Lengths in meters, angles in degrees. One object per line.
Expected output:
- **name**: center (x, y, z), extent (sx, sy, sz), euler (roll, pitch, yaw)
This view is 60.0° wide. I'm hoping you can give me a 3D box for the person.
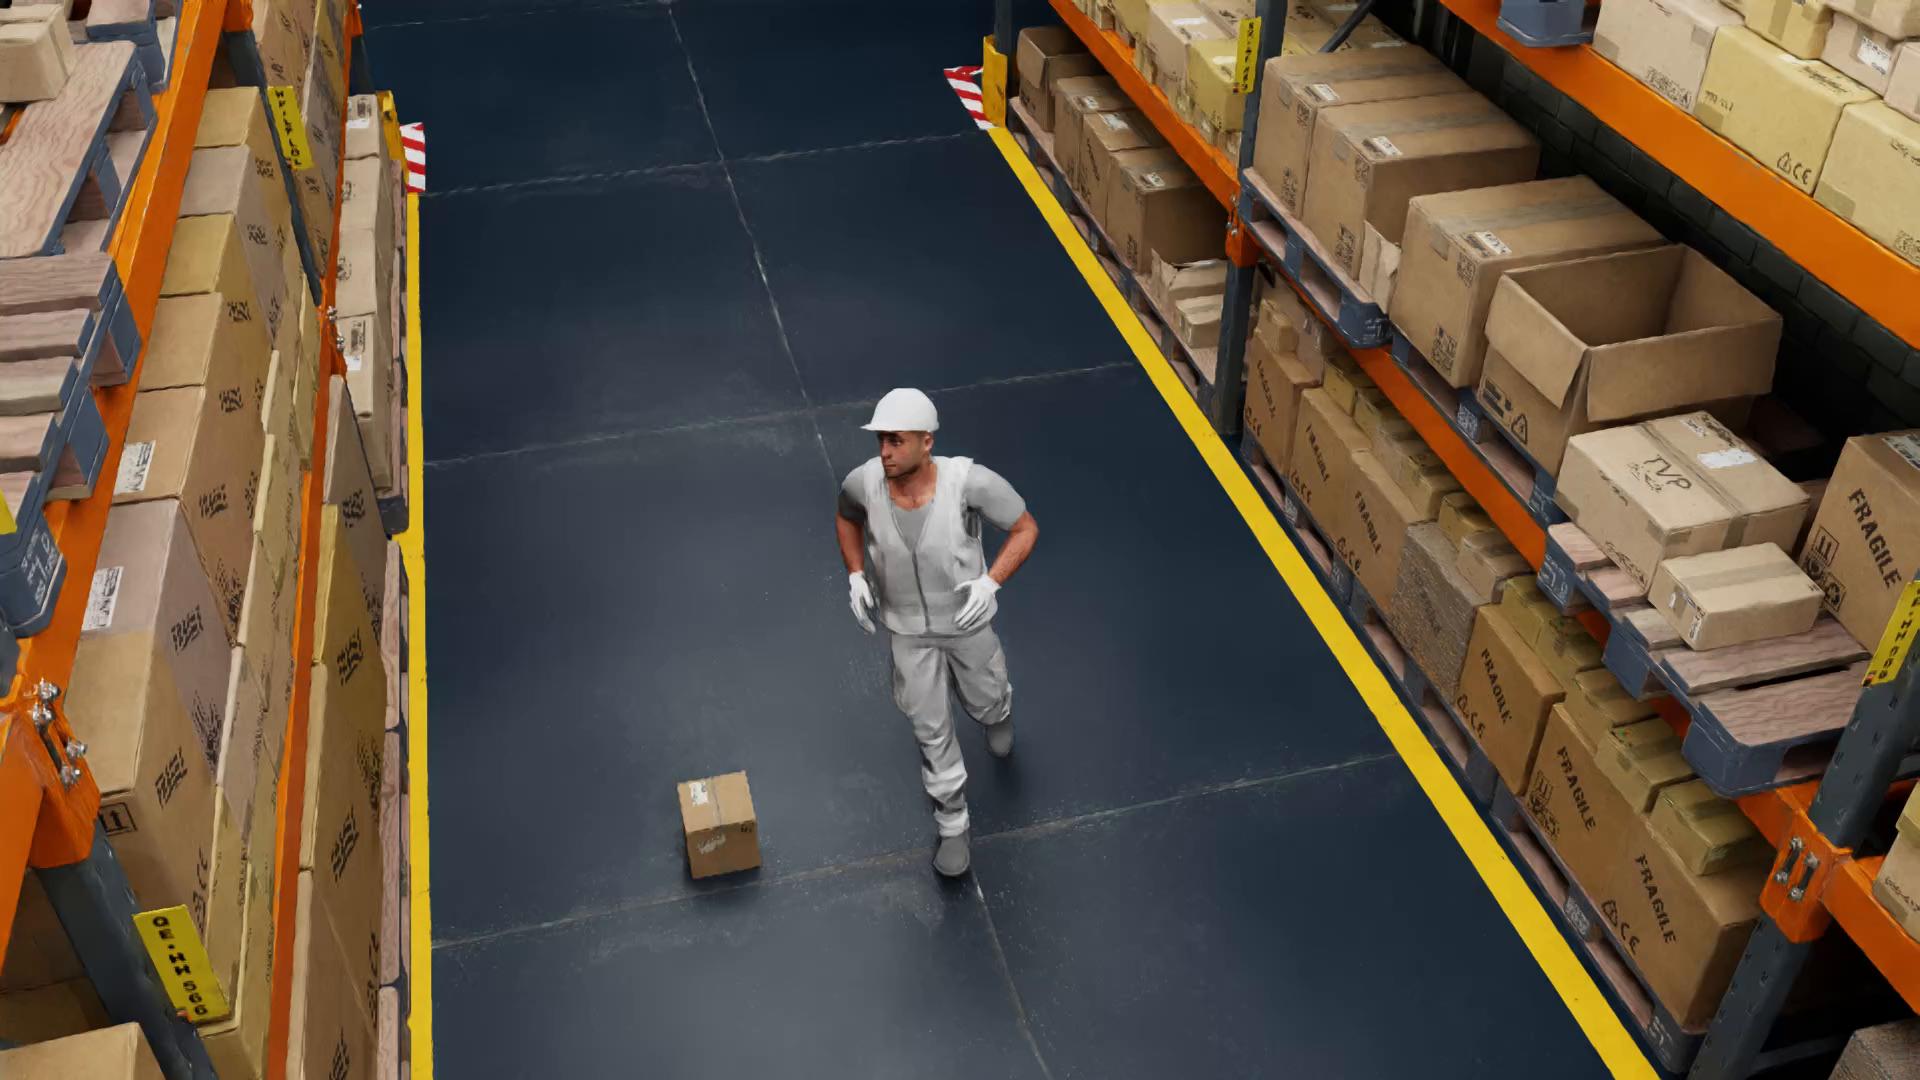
- **person**: center (-0.103, 0.292, 5.766), extent (0.718, 1.756, 0.889), euler (4, 38, 6)
